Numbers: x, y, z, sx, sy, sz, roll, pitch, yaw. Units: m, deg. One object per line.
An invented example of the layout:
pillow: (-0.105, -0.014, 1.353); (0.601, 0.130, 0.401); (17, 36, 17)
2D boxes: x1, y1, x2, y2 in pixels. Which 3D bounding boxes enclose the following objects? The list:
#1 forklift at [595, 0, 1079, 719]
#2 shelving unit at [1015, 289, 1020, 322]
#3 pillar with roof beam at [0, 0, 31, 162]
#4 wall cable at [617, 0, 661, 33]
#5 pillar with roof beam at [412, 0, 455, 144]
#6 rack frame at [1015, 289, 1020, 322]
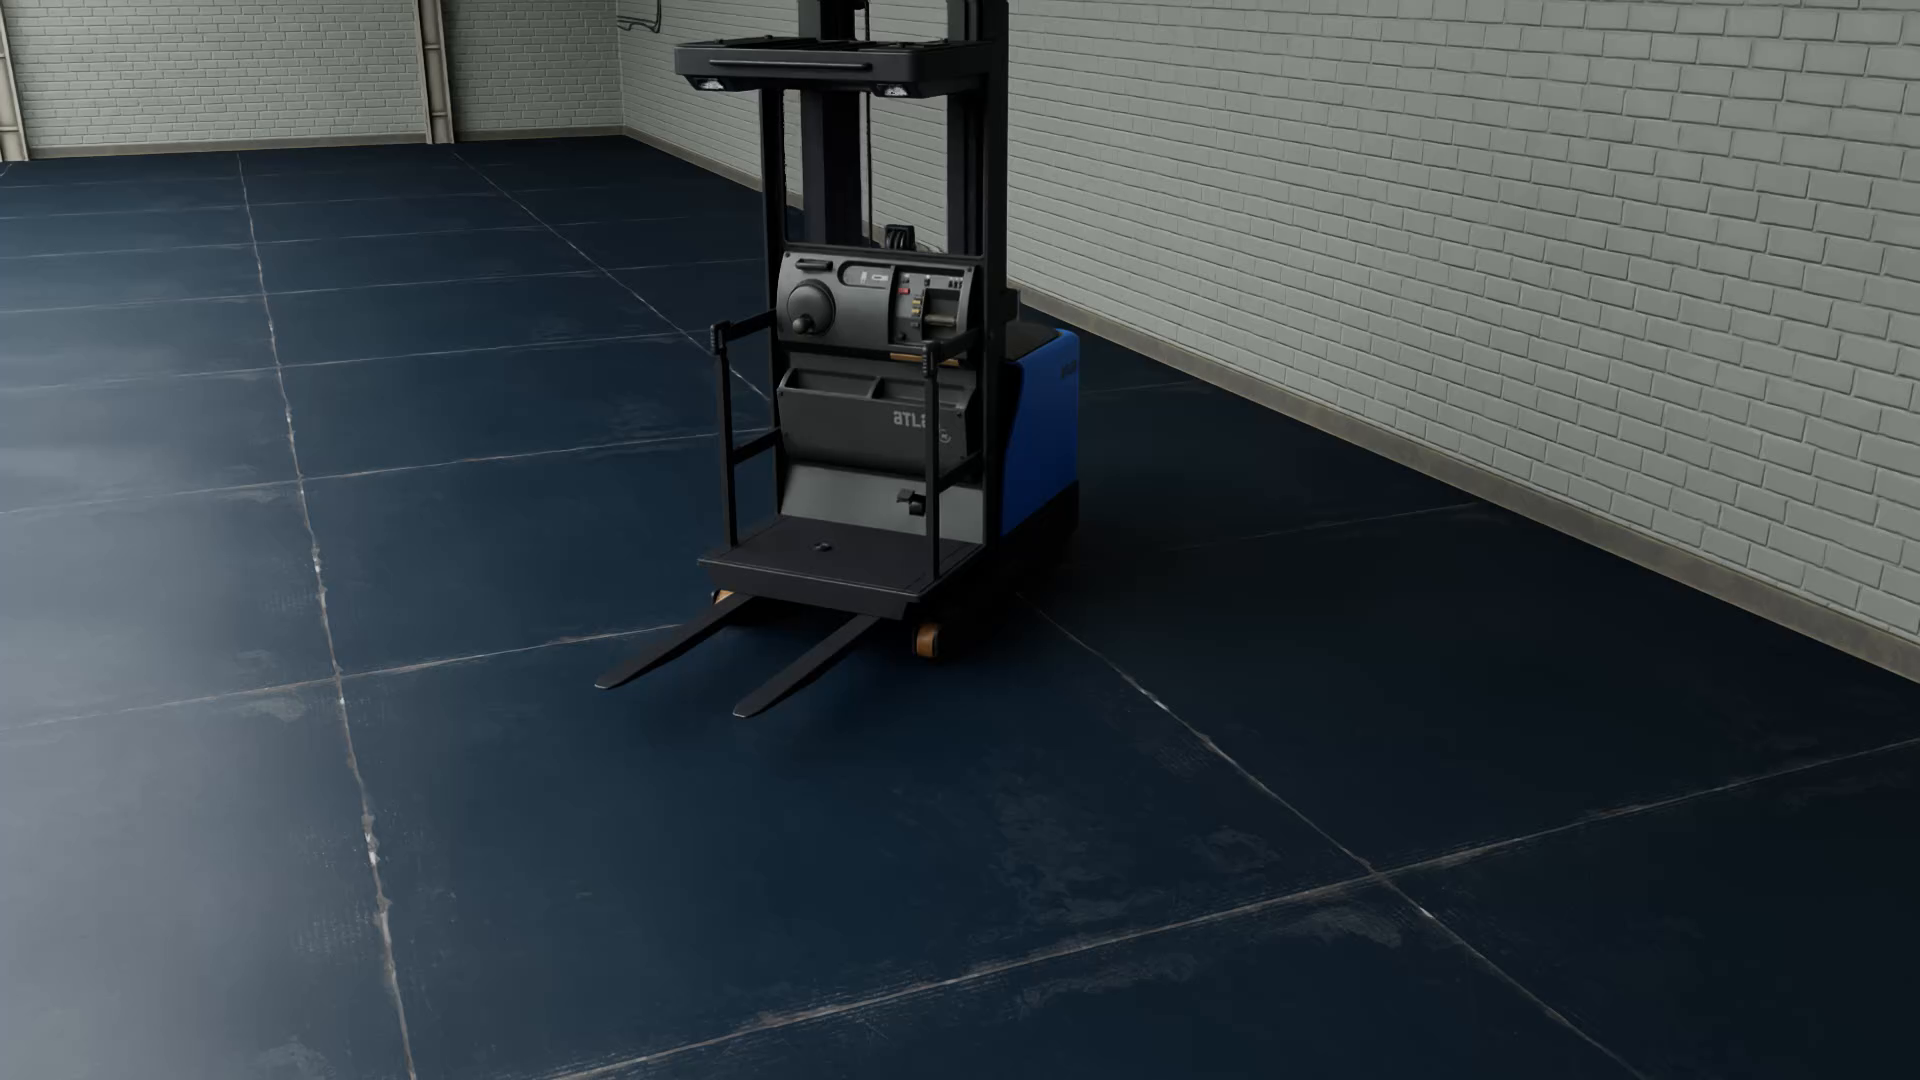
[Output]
forklift: (-0.458, -1.033, 7.043); (1.130, 2.935, 3.031); (8, 21, 23)
shelving unit: (0.162, -0.712, 8.738); (0.258, 1.200, 0.189); (8, 21, 23)
pillar with roof beam: (-12.076, -8.466, 19.017); (0.400, 9.000, 9.100); (-8, 21, -22)
wall cable: (-5.043, -9.088, 25.459); (0.112, 2.526, 3.097); (-8, 21, -22)
pillar with roof beam: (-6.567, -9.256, 21.259); (0.400, 9.000, 9.100); (-8, 21, -22)
rack frame: (0.199, -0.740, 8.816); (0.240, 1.200, 0.006); (8, 21, 23)
